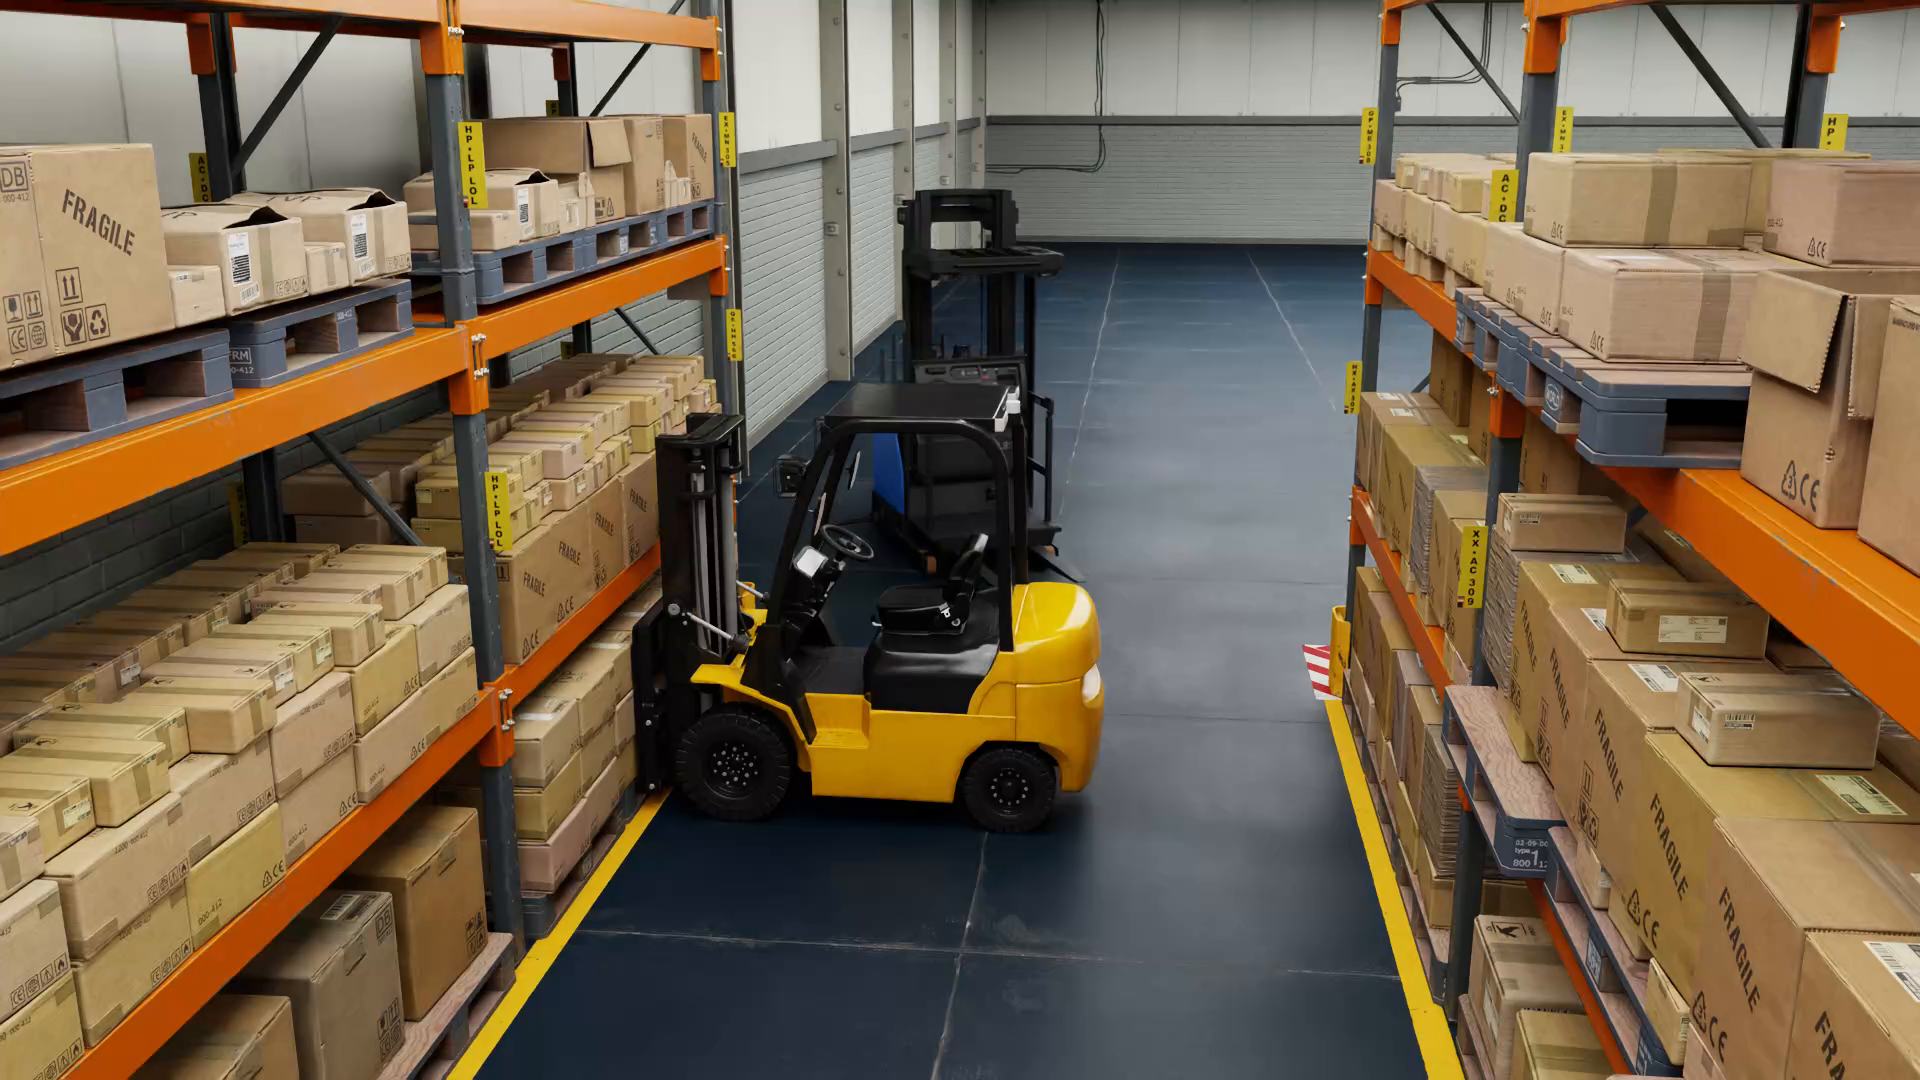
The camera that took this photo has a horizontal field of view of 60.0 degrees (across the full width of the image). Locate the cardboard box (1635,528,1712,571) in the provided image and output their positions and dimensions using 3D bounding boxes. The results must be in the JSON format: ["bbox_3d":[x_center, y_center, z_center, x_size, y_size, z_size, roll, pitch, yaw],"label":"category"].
[{"bbox_3d":[2.683,0.268,5.859,0.500,0.500,0.500,1,15,5],"label":"cardboard box"}]

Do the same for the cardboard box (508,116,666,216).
[{"bbox_3d":[-1.996,-2.009,8.912,0.700,0.500,0.500,2,15,7],"label":"cardboard box"}]

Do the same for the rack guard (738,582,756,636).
[{"bbox_3d":[-1.971,0.554,11.157,1.175,0.500,0.348,2,15,6],"label":"rack guard"}]

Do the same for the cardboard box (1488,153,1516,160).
[{"bbox_3d":[3.214,-2.117,9.451,0.380,0.149,0.250,2,15,7],"label":"cardboard box"}]

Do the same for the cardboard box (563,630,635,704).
[{"bbox_3d":[-1.946,0.655,8.542,0.500,0.250,0.500,2,15,8],"label":"cardboard box"}]

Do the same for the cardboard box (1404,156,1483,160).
[{"bbox_3d":[2.614,-1.998,9.012,0.380,0.149,0.250,2,15,6],"label":"cardboard box"}]

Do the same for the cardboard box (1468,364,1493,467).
[{"bbox_3d":[2.904,-0.646,8.126,0.700,0.500,0.500,2,15,6],"label":"cardboard box"}]

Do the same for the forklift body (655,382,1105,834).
[{"bbox_3d":[-0.375,0.308,8.901,2.313,2.155,1.214,2,15,6],"label":"forklift body"}]

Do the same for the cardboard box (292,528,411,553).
[{"bbox_3d":[-2.643,0.218,7.418,0.500,0.500,0.500,2,15,6],"label":"cardboard box"}]

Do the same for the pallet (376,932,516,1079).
[{"bbox_3d":[-2.469,1.929,6.624,1.003,0.211,1.213,2,15,6],"label":"pallet"}]

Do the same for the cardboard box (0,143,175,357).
[{"bbox_3d":[-2.438,-0.764,4.306,0.500,0.500,0.500,2,15,8],"label":"cardboard box"}]

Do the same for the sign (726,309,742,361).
[{"bbox_3d":[-1.436,-1.301,10.553,0.100,0.325,0.005,2,15,6],"label":"sign"}]

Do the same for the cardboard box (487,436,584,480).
[{"bbox_3d":[-2.003,-0.389,7.850,0.380,0.149,0.250,2,15,8],"label":"cardboard box"}]

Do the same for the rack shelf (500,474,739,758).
[{"bbox_3d":[-2.199,0.219,8.983,1.077,0.370,4.000,2,15,6],"label":"rack shelf"}]

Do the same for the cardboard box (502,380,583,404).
[{"bbox_3d":[-2.350,-0.802,9.379,0.380,0.149,0.250,2,15,8],"label":"cardboard box"}]

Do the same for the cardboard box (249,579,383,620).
[{"bbox_3d":[-2.334,0.254,6.043,0.380,0.149,0.250,2,15,6],"label":"cardboard box"}]

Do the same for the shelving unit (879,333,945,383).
[{"bbox_3d":[-0.426,-1.082,15.292,0.538,1.500,1.048,1,15,3],"label":"shelving unit"}]

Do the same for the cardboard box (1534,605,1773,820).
[{"bbox_3d":[2.044,0.512,4.955,0.500,0.500,0.500,2,15,6],"label":"cardboard box"}]

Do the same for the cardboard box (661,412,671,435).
[{"bbox_3d":[-1.846,-0.643,9.358,0.380,0.149,0.250,1,15,4],"label":"cardboard box"}]

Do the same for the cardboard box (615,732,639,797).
[{"bbox_3d":[-1.957,1.134,8.686,0.500,0.250,0.500,2,15,7],"label":"cardboard box"}]

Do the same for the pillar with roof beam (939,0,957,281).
[{"bbox_3d":[4.038,-9.487,32.006,9.100,9.000,0.400,2,15,6],"label":"pillar with roof beam"}]

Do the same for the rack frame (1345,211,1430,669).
[{"bbox_3d":[2.959,-0.502,10.270,1.000,3.000,0.127,2,15,6],"label":"rack frame"}]

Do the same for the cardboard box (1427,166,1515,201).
[{"bbox_3d":[2.406,-1.669,7.796,0.380,0.149,0.250,2,15,7],"label":"cardboard box"}]

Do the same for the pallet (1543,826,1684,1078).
[{"bbox_3d":[2.239,1.151,4.525,1.003,0.211,1.213,2,15,6],"label":"pallet"}]

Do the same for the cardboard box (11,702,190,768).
[{"bbox_3d":[-2.479,0.587,4.809,0.380,0.149,0.250,2,15,6],"label":"cardboard box"}]

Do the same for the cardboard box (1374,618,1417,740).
[{"bbox_3d":[2.472,0.734,8.728,0.500,0.500,0.500,2,15,7],"label":"cardboard box"}]

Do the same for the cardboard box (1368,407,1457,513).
[{"bbox_3d":[2.574,-0.444,9.297,0.500,0.500,0.500,2,15,8],"label":"cardboard box"}]

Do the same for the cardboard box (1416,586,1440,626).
[{"bbox_3d":[2.352,0.301,7.783,0.380,0.149,0.250,1,15,5],"label":"cardboard box"}]

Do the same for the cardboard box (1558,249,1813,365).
[{"bbox_3d":[1.952,-0.640,4.518,0.500,0.250,0.500,2,15,6],"label":"cardboard box"}]

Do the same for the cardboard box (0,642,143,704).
[{"bbox_3d":[-2.874,0.443,5.342,0.380,0.149,0.250,2,15,6],"label":"cardboard box"}]

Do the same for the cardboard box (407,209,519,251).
[{"bbox_3d":[-2.073,-1.295,6.942,0.380,0.149,0.250,2,15,7],"label":"cardboard box"}]

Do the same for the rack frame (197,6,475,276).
[{"bbox_3d":[-2.425,-2.505,6.188,1.000,3.000,0.127,2,15,6],"label":"rack frame"}]

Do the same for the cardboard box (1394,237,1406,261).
[{"bbox_3d":[2.594,-1.613,9.117,0.380,0.149,0.250,2,15,8],"label":"cardboard box"}]

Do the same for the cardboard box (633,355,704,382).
[{"bbox_3d":[-1.805,-1.053,10.304,0.380,0.149,0.250,2,15,6],"label":"cardboard box"}]

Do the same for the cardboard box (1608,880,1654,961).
[{"bbox_3d":[1.955,0.996,4.410,0.380,0.149,0.250,1,15,4],"label":"cardboard box"}]

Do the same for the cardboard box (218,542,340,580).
[{"bbox_3d":[-2.678,0.114,6.559,0.380,0.149,0.250,1,15,5],"label":"cardboard box"}]

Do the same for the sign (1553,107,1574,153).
[{"bbox_3d":[3.508,-2.355,9.684,0.100,0.325,0.005,2,15,6],"label":"sign"}]

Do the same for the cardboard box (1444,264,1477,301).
[{"bbox_3d":[2.370,-1.148,7.396,0.380,0.149,0.250,2,15,8],"label":"cardboard box"}]

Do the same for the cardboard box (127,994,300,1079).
[{"bbox_3d":[-2.651,1.866,5.260,0.875,0.625,0.625,1,15,4],"label":"cardboard box"}]

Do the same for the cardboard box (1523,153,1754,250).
[{"bbox_3d":[1.997,-1.014,4.946,0.500,0.250,0.500,1,15,5],"label":"cardboard box"}]

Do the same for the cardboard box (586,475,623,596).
[{"bbox_3d":[-2.017,-0.032,8.342,0.500,0.500,0.500,2,15,6],"label":"cardboard box"}]

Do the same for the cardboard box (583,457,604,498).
[{"bbox_3d":[-1.966,-0.311,8.132,0.380,0.149,0.250,2,15,6],"label":"cardboard box"}]

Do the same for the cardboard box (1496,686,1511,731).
[{"bbox_3d":[2.131,0.588,5.916,0.380,0.149,0.250,2,15,7],"label":"cardboard box"}]

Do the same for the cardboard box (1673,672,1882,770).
[{"bbox_3d":[1.960,0.433,4.006,0.380,0.149,0.250,1,15,4],"label":"cardboard box"}]

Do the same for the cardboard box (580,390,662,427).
[{"bbox_3d":[-1.849,-0.719,9.069,0.380,0.149,0.250,2,15,7],"label":"cardboard box"}]

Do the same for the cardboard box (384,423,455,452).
[{"bbox_3d":[-2.588,-0.472,8.158,0.380,0.149,0.250,1,15,5],"label":"cardboard box"}]

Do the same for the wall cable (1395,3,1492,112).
[{"bbox_3d":[11.515,-13.253,39.418,2.305,6.003,0.169,2,15,6],"label":"wall cable"}]

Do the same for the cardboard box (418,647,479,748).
[{"bbox_3d":[-2.222,0.601,6.479,0.500,0.250,0.500,2,15,8],"label":"cardboard box"}]

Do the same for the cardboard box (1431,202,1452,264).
[{"bbox_3d":[2.418,-1.369,7.448,0.500,0.250,0.500,1,15,5],"label":"cardboard box"}]

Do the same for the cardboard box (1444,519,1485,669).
[{"bbox_3d":[2.310,0.221,6.835,0.500,0.500,0.500,1,15,5],"label":"cardboard box"}]

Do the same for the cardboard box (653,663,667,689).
[{"bbox_3d":[-1.883,0.766,9.089,0.500,0.250,0.500,2,15,6],"label":"cardboard box"}]

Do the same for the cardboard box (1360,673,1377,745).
[{"bbox_3d":[2.528,0.956,9.342,0.500,0.250,0.500,2,15,8],"label":"cardboard box"}]

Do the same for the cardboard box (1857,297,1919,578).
[{"bbox_3d":[2.173,-0.168,3.101,0.700,0.500,0.500,2,15,6],"label":"cardboard box"}]

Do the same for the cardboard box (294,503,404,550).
[{"bbox_3d":[-2.644,-0.062,7.210,0.380,0.149,0.250,2,15,6],"label":"cardboard box"}]

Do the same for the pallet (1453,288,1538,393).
[{"bbox_3d":[2.332,-0.664,5.486,1.213,0.211,1.003,2,15,6],"label":"pallet"}]

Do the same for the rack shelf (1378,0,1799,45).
[{"bbox_3d":[2.733,-2.530,7.663,1.077,0.370,4.000,2,15,6],"label":"rack shelf"}]

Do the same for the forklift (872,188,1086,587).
[{"bbox_3d":[0.152,-1.247,13.158,1.130,2.935,3.031,-5,16,-17],"label":"forklift"}]

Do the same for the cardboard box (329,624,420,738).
[{"bbox_3d":[-2.277,0.490,5.932,0.500,0.250,0.500,1,15,5],"label":"cardboard box"}]

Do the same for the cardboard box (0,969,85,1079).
[{"bbox_3d":[-2.522,1.262,4.035,0.500,0.250,0.500,1,15,5],"label":"cardboard box"}]
